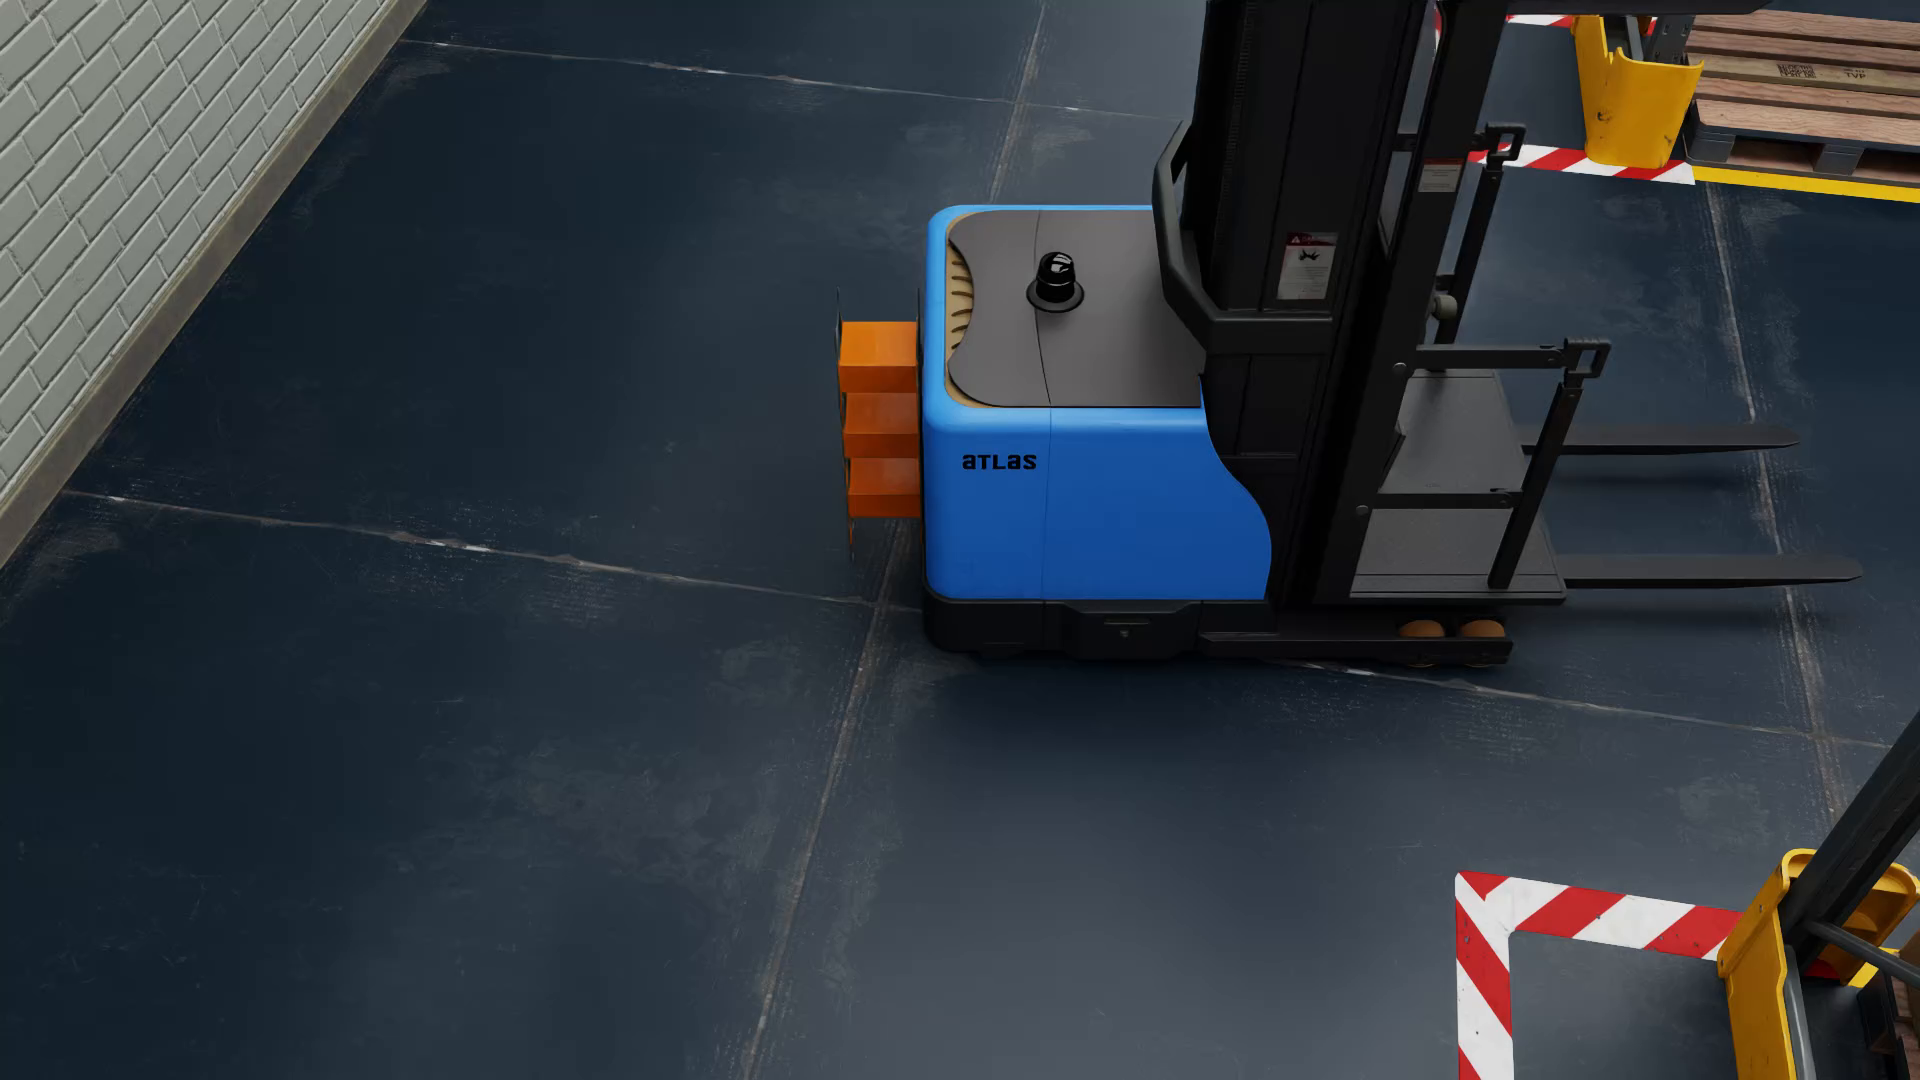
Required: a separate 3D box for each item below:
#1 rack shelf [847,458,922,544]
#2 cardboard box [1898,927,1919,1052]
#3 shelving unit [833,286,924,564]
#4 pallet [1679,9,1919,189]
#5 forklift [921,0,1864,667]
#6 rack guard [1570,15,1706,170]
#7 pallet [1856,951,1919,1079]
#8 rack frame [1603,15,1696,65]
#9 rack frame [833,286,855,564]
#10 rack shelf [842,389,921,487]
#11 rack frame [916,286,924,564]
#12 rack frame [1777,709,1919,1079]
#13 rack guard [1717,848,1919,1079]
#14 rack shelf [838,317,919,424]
[{"bbox_3d":[-0.248,-0.149,5.566,0.240,0.259,0.215,0,48,0],"label":"rack shelf"},{"bbox_3d":[2.715,1.152,4.083,0.500,0.500,0.500,8,49,7],"label":"cardboard box"},{"bbox_3d":[-0.248,-0.342,5.351,0.252,1.050,0.215,0,48,0],"label":"shelving unit"},{"bbox_3d":[3.825,-1.984,7.390,1.213,0.211,1.003,8,49,7],"label":"pallet"},{"bbox_3d":[1.397,-0.966,4.648,3.031,2.935,1.130,0,48,0],"label":"forklift"},{"bbox_3d":[2.995,-2.211,7.401,0.348,0.500,1.175,8,49,7],"label":"rack guard"},{"bbox_3d":[2.996,1.619,4.154,1.213,0.211,1.003,8,49,7],"label":"pallet"},{"bbox_3d":[3.021,-3.053,6.477,0.127,3.000,1.000,8,49,7],"label":"rack frame"},{"bbox_3d":[-0.370,-0.342,5.351,0.008,1.050,0.200,0,48,0],"label":"rack frame"},{"bbox_3d":[-0.248,-0.335,5.359,0.240,0.259,0.215,0,48,0],"label":"rack shelf"},{"bbox_3d":[-0.126,-0.342,5.351,0.008,1.050,0.200,0,48,0],"label":"rack frame"},{"bbox_3d":[2.136,0.572,3.219,0.127,3.000,1.000,8,49,7],"label":"rack frame"},{"bbox_3d":[2.211,1.418,4.140,0.348,0.500,1.175,8,49,7],"label":"rack guard"},{"bbox_3d":[-0.248,-0.524,5.148,0.240,0.259,0.215,0,48,0],"label":"rack shelf"}]
